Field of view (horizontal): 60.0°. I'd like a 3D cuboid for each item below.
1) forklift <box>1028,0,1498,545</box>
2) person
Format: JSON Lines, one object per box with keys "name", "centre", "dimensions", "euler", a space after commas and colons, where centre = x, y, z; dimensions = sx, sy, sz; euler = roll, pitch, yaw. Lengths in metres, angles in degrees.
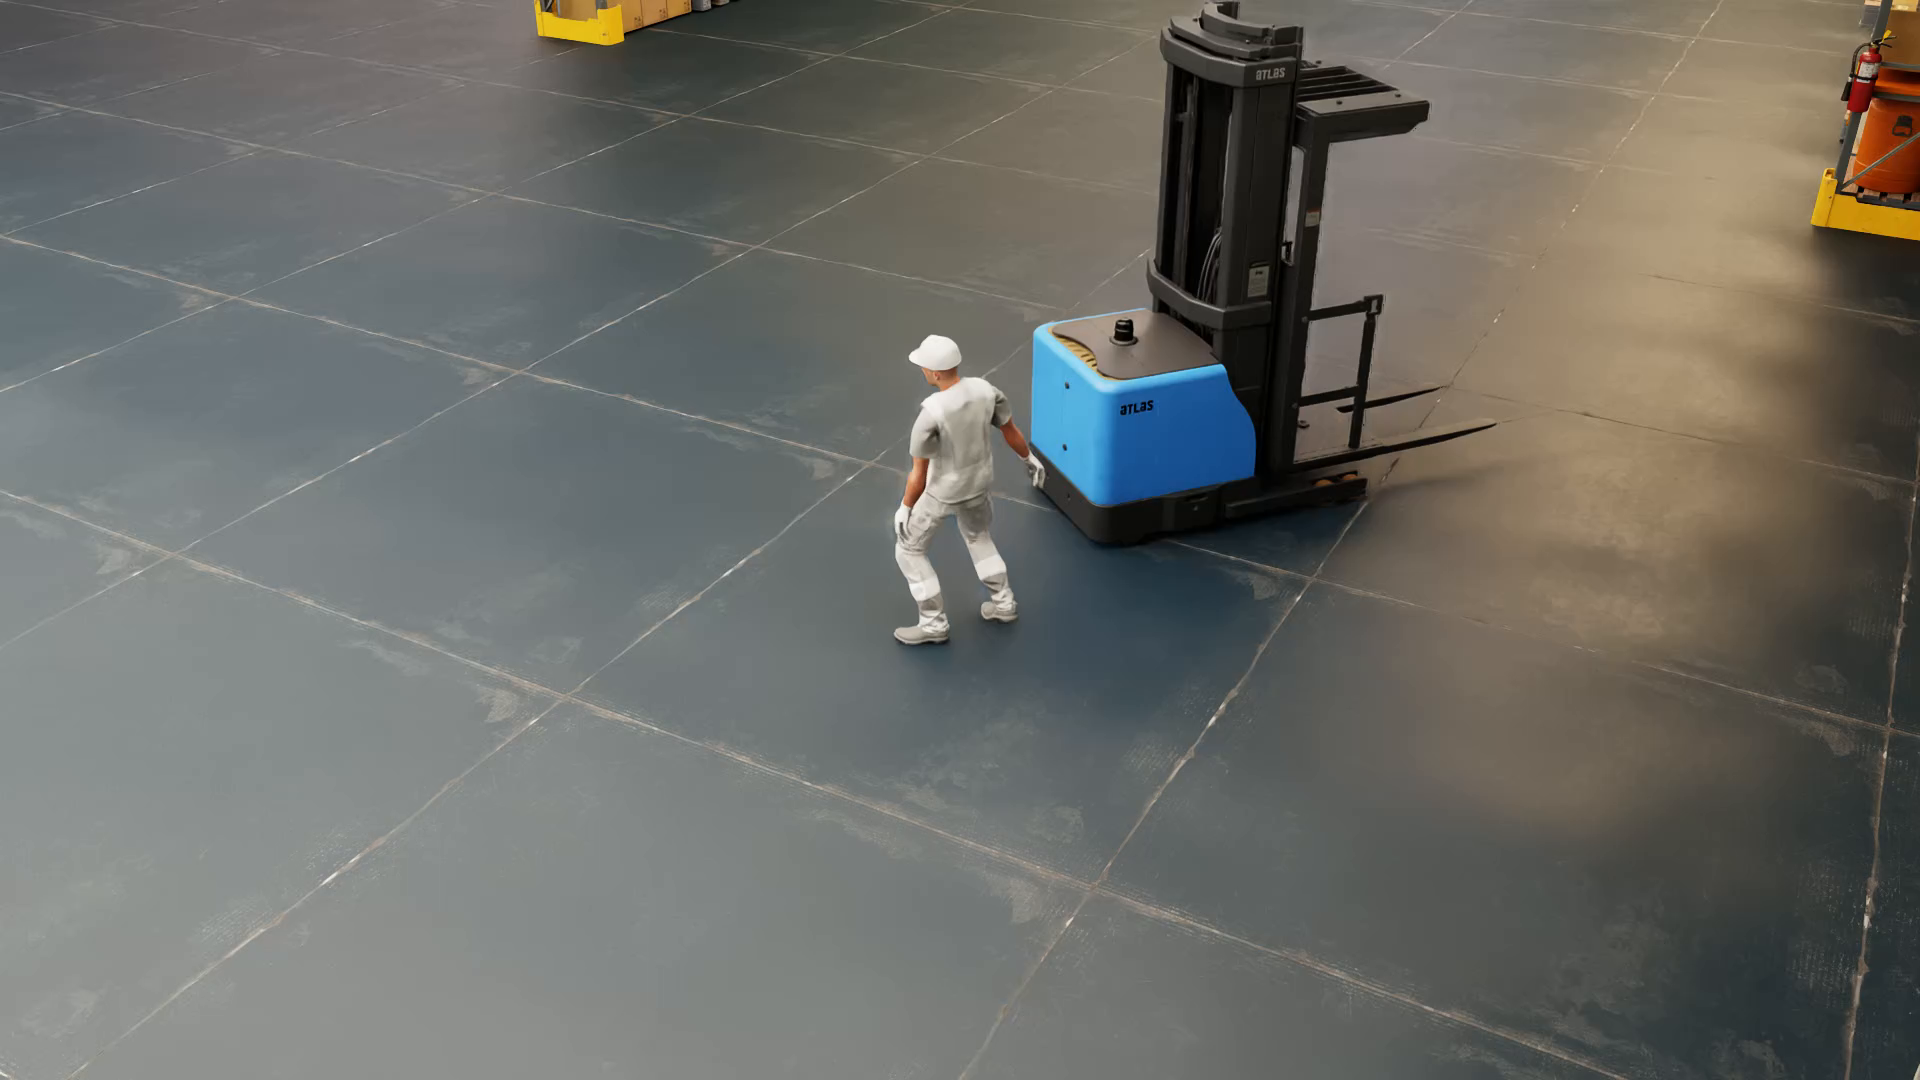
{"name": "forklift", "centre": [2.000, -1.709, 10.031], "dimensions": [3.031, 2.935, 1.130], "euler": [-12, 32, -19]}
{"name": "person", "centre": [0.053, -0.291, 8.805], "dimensions": [0.894, 1.702, 0.496], "euler": [-19, 35, -29]}
